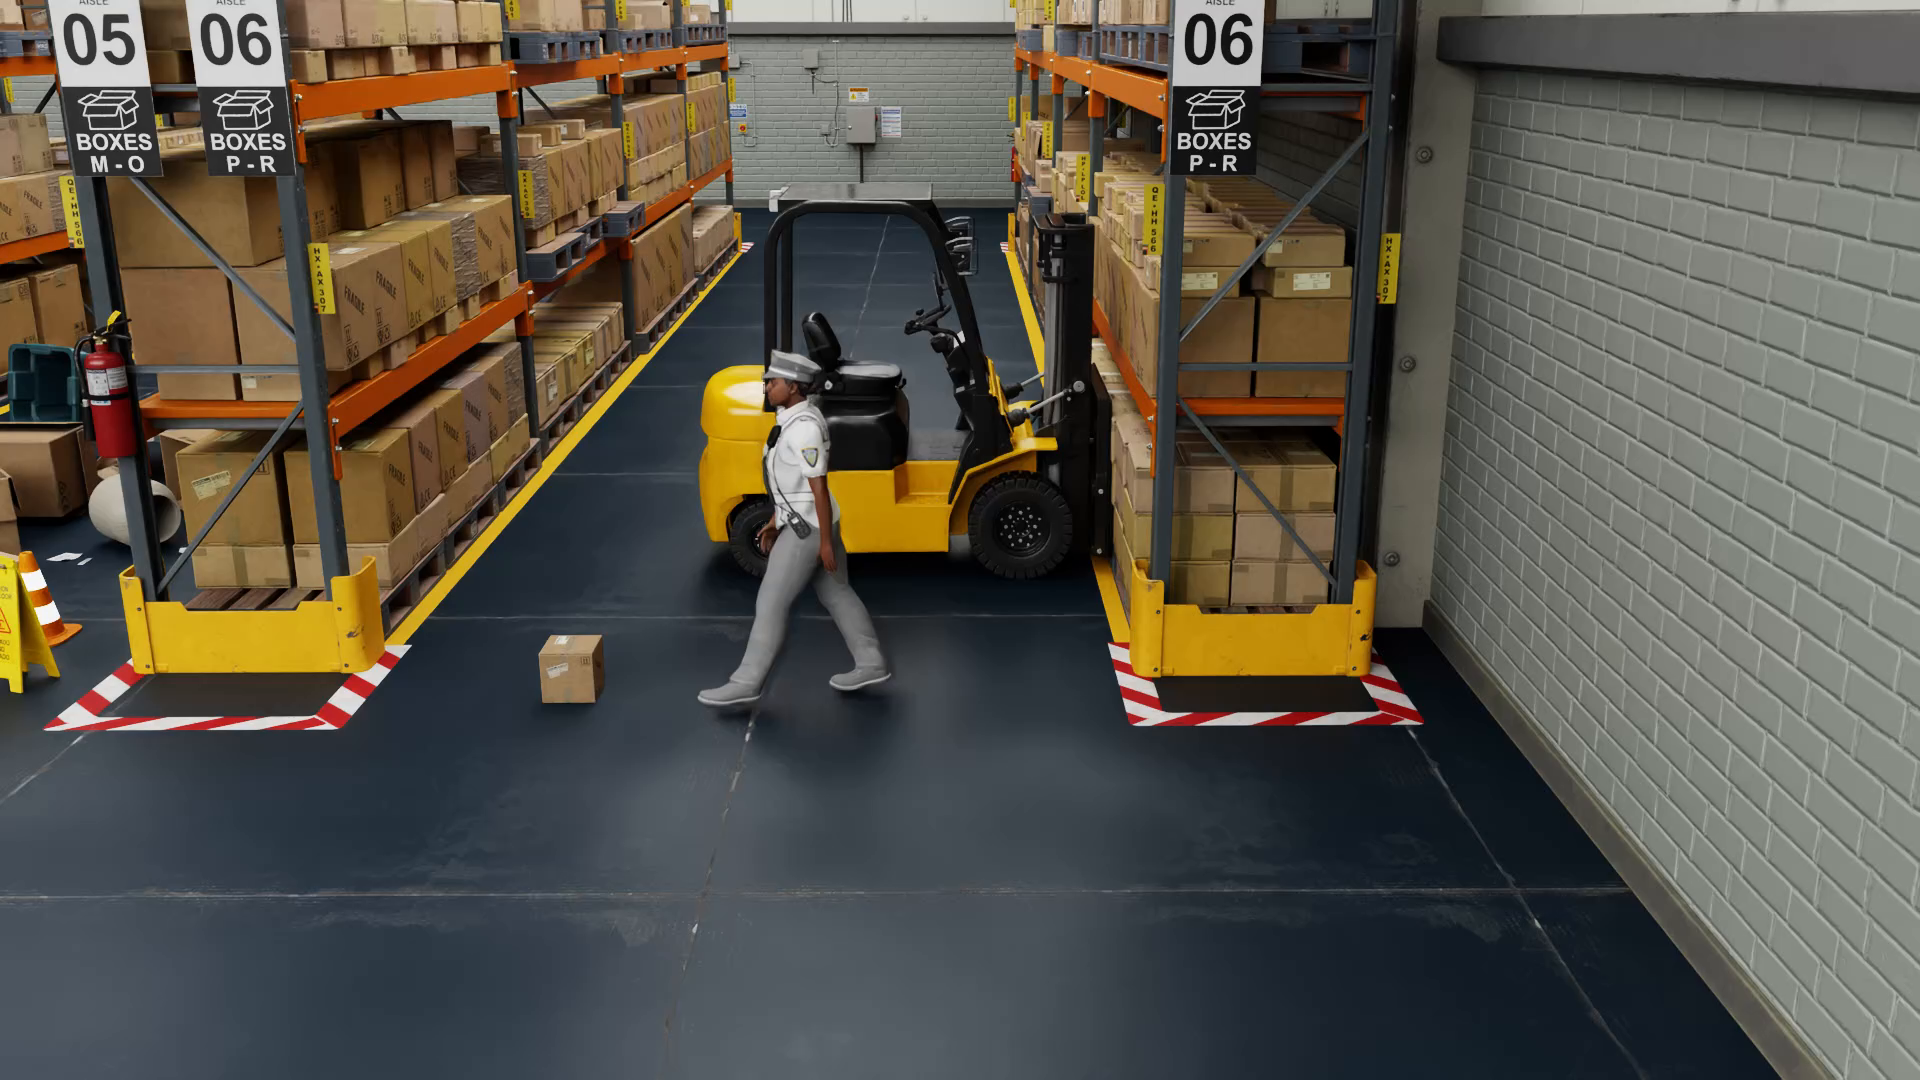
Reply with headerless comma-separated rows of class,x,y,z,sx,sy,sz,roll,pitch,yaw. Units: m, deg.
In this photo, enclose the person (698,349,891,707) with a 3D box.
person,-0.776,-0.067,7.678,0.893,1.642,0.463,0,17,-2
